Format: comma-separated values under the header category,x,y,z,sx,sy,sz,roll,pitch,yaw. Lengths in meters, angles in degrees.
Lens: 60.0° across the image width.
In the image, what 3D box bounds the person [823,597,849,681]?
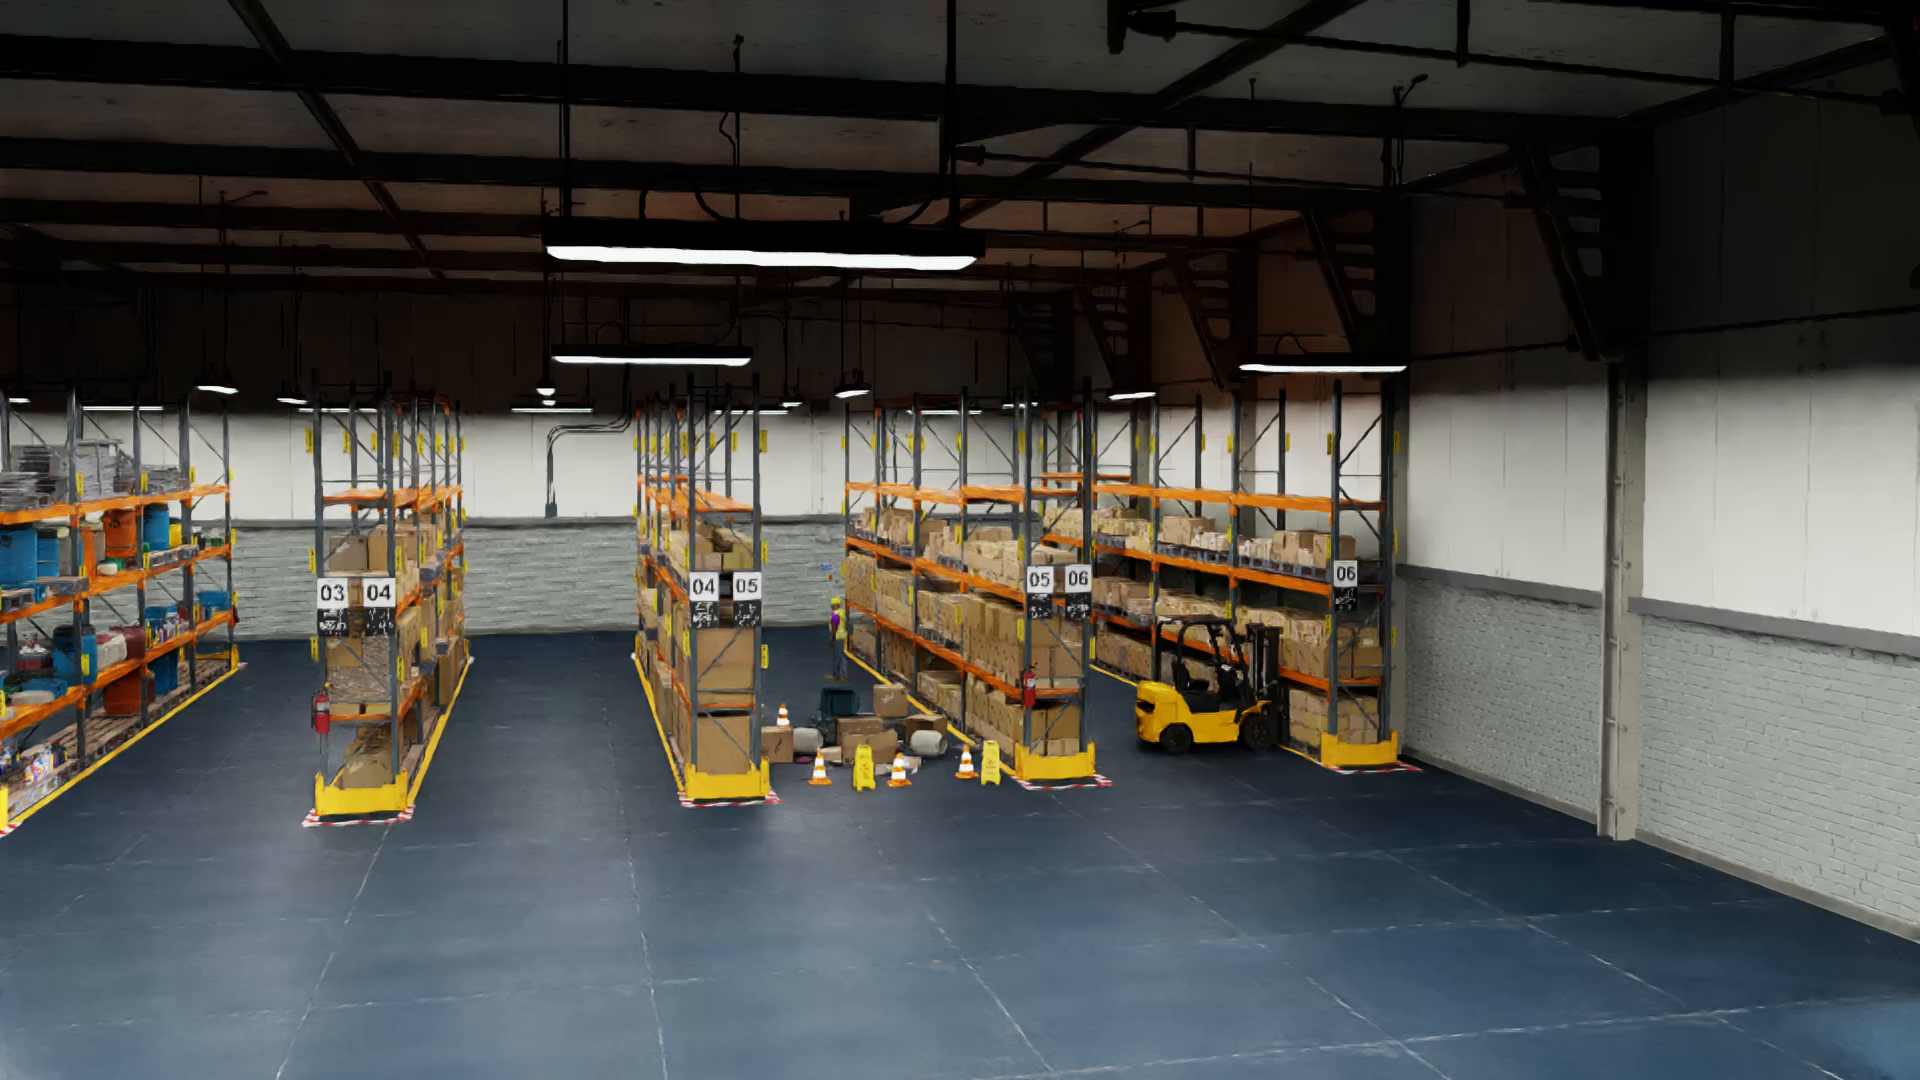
category,x,y,z,sx,sy,sz,roll,pitch,yaw
person,-2.627,2.077,35.153,0.597,1.763,0.690,0,3,6

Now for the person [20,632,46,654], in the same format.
category,x,y,z,sx,sy,sz,roll,pitch,yaw
person,-16.805,2.446,30.168,0.488,1.590,1.079,-1,3,-16
